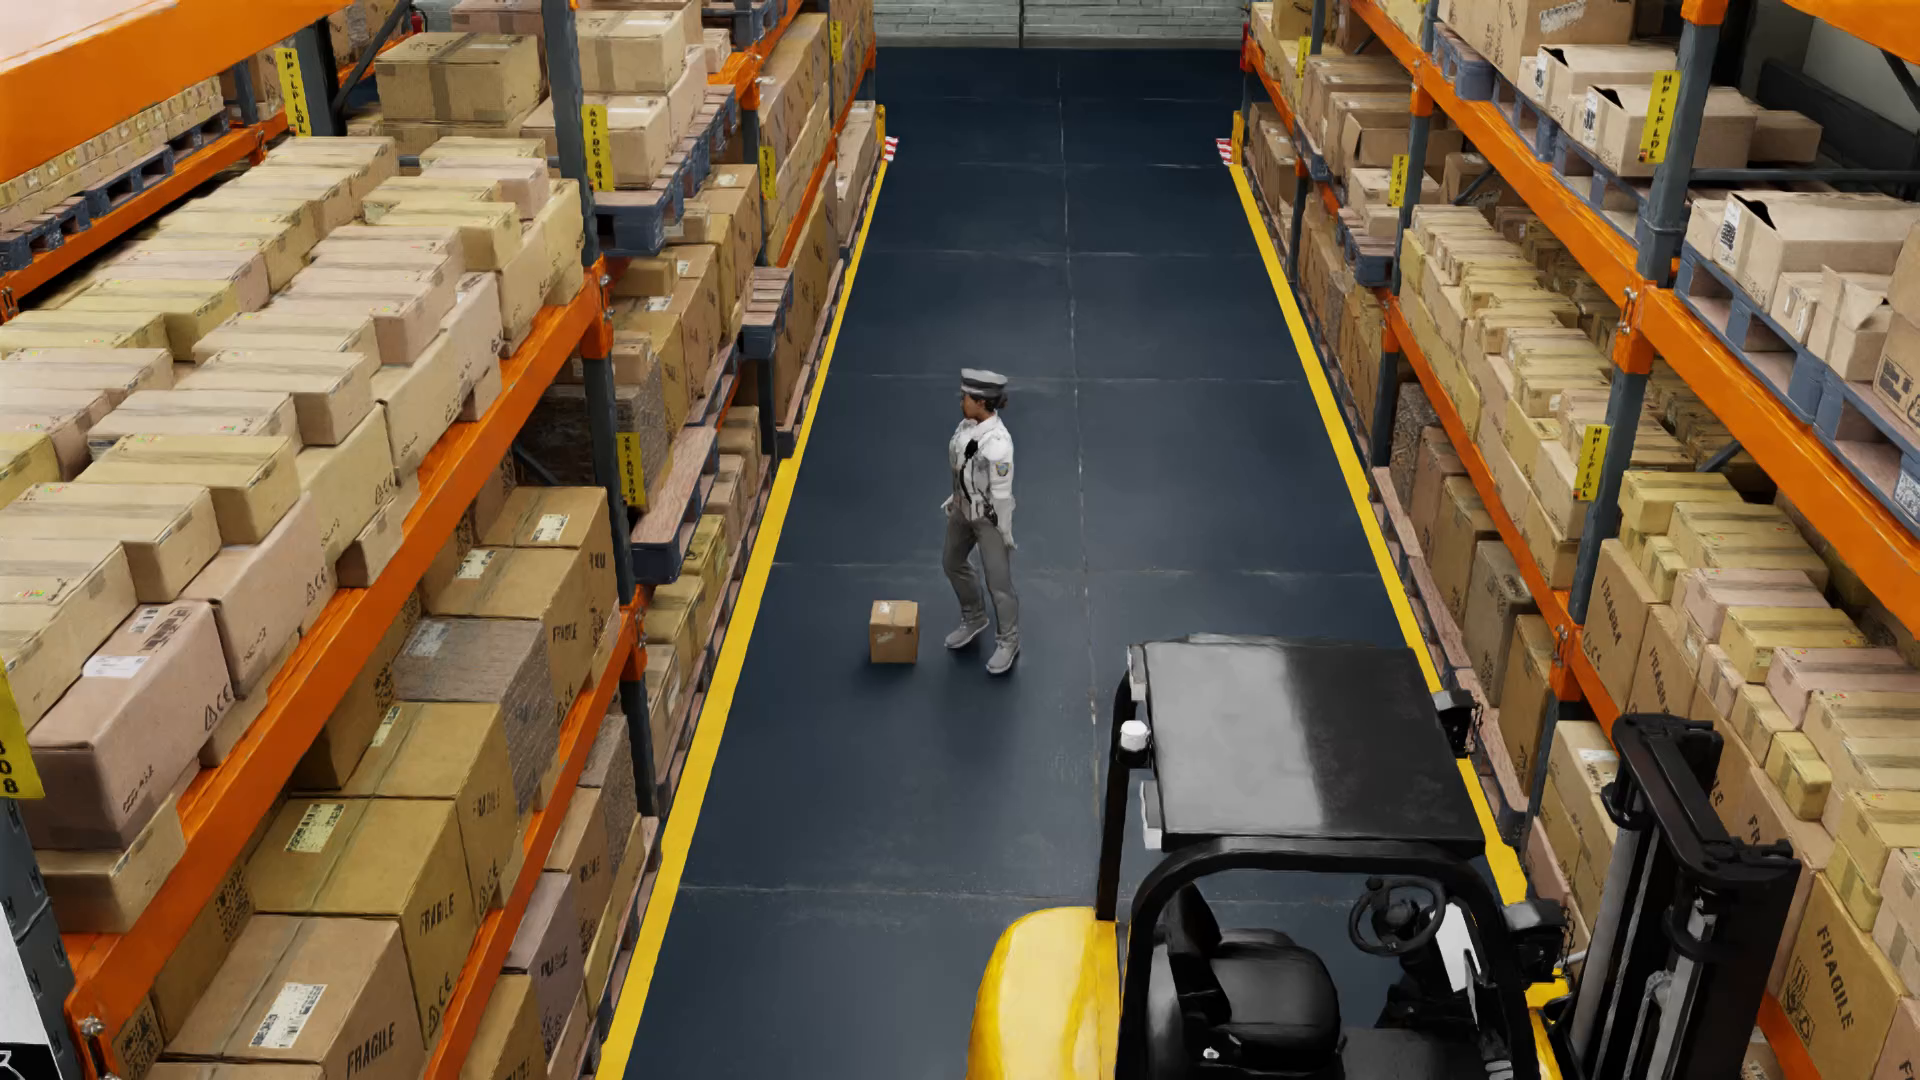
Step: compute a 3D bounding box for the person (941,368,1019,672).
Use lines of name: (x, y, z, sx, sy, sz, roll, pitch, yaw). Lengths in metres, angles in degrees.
person: (0.104, -0.126, 8.816, 0.377, 1.695, 0.553, -12, 30, -21)
